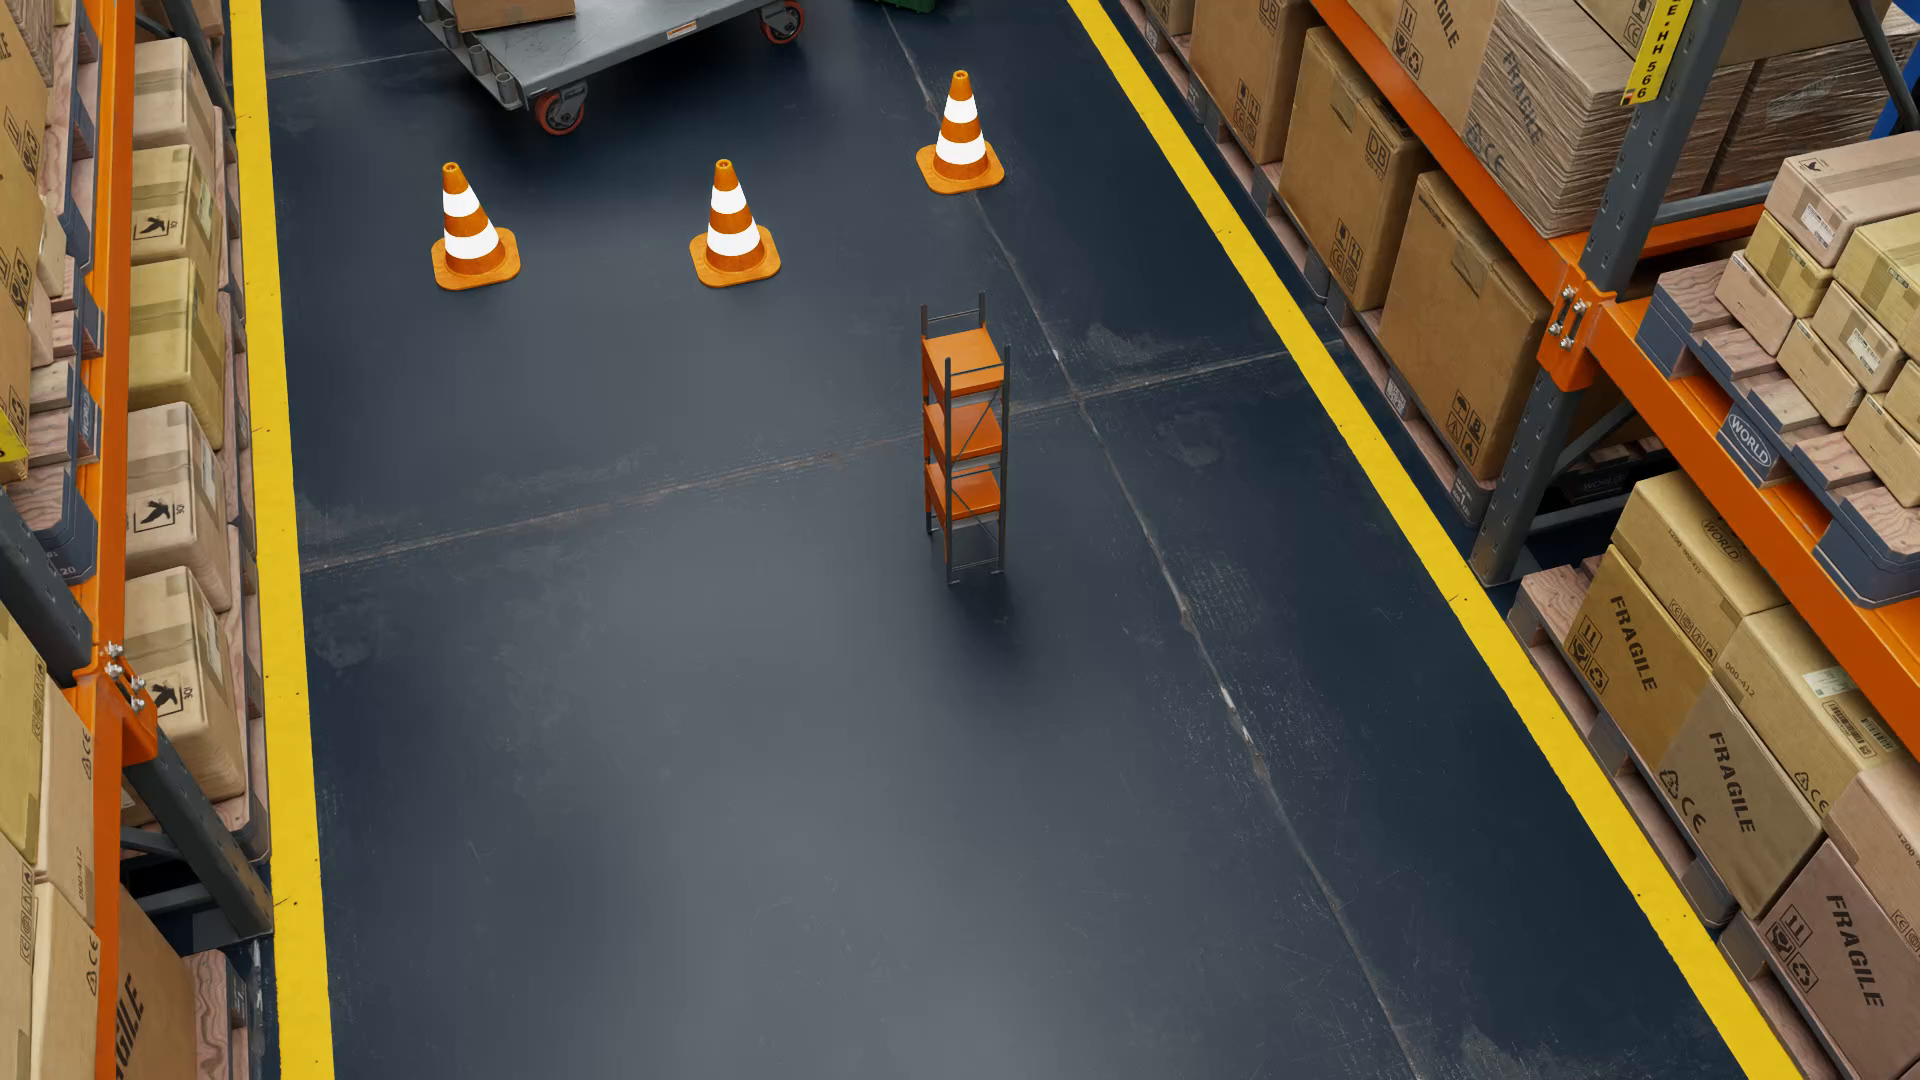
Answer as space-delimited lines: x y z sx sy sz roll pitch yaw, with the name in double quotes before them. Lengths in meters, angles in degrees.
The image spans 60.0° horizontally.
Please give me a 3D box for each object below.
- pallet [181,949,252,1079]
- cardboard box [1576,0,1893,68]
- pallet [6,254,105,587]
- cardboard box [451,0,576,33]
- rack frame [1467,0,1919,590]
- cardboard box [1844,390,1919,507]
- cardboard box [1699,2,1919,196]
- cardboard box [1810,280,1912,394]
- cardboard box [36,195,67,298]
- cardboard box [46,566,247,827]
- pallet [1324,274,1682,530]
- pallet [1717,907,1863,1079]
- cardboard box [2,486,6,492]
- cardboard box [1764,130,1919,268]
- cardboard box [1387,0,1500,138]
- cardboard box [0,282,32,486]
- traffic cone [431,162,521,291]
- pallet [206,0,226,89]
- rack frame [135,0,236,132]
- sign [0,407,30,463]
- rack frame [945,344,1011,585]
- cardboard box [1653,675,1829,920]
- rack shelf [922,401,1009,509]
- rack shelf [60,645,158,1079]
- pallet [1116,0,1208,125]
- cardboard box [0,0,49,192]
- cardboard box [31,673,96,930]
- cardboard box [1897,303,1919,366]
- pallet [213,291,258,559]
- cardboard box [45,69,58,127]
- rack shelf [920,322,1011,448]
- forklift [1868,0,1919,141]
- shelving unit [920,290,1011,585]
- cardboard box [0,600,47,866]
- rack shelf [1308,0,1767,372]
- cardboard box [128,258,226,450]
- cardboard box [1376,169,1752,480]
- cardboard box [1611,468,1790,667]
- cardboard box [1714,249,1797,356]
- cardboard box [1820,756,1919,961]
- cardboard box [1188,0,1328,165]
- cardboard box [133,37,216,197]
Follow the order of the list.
"pallet" -2.309 1.728 4.155 1.003 0.211 1.213 -13 51 -11
"cardboard box" 2.105 -1.641 4.452 0.700 0.500 0.500 -14 51 -11
"pallet" -2.783 -0.198 4.080 1.213 0.211 1.003 -13 51 -11
"cardboard box" -1.962 -2.548 7.075 0.500 0.500 0.500 -13 51 -11
"rack frame" 2.228 -0.956 4.594 1.000 3.000 0.127 -13 51 -11
"cardboard box" 2.327 -0.245 3.885 0.380 0.149 0.250 -11 51 -9
"cardboard box" 2.354 -1.377 4.884 0.500 0.500 0.500 -13 51 -11
"cardboard box" 2.262 -0.510 3.914 0.380 0.149 0.250 -11 51 -9
"cardboard box" -2.539 -0.727 4.291 0.380 0.149 0.250 -13 51 -11
"cardboard box" -2.628 0.533 4.782 0.950 0.372 0.625 -16 52 -13
"pallet" 2.067 -0.650 6.160 1.003 0.211 1.213 -13 51 -11
"pallet" 2.815 1.403 4.429 1.003 0.211 1.213 -13 51 -11
"cardboard box" -2.389 -0.097 3.760 0.380 0.149 0.250 -16 52 -13
"cardboard box" 2.181 -0.818 3.978 0.380 0.149 0.250 -13 51 -11
"cardboard box" 1.693 -1.621 5.090 0.500 0.500 0.500 -13 51 -11
"cardboard box" -2.382 -0.408 3.597 0.500 0.500 0.500 -15 51 -12
"traffic cone" -1.949 -1.278 6.525 0.336 0.463 0.334 -13 51 -11
"pallet" -3.886 -2.268 7.524 1.003 0.211 1.213 -13 51 -11
"rack frame" -3.653 -2.685 6.051 1.000 3.000 0.127 -13 51 -11
"sign" -1.941 -0.264 3.254 0.100 0.325 0.005 -13 51 -11
"rack frame" 0.052 -0.210 5.241 0.200 1.050 0.008 -13 51 -11
"cardboard box" 2.346 0.655 4.596 0.500 0.500 0.500 -13 51 -11
"rack shelf" 0.016 -0.292 5.324 0.215 0.259 0.240 -13 51 -11
"rack shelf" -1.879 1.929 2.632 1.077 0.370 4.000 -13 51 -11
"pallet" 1.346 -2.432 7.663 1.003 0.211 1.213 -13 51 -11
"cardboard box" -2.707 -1.173 4.242 0.500 0.500 0.500 -13 51 -10
"cardboard box" -2.073 0.596 3.384 0.500 0.250 0.500 -15 51 -12
"cardboard box" 2.330 -0.445 3.664 0.380 0.149 0.250 -14 51 -11
"pallet" -3.057 -0.325 5.886 1.003 0.211 1.213 -13 51 -11
"cardboard box" -2.820 -1.288 4.764 0.380 0.149 0.250 -12 51 -10
"rack shelf" 0.016 -0.475 5.107 0.215 0.259 0.240 -13 51 -11
"forklift" 4.526 -3.134 6.475 1.130 2.935 3.031 25 54 20
"shelving unit" 0.016 -0.299 5.316 0.215 1.050 0.252 -13 51 -11
"cardboard box" -2.084 0.420 3.205 0.500 0.250 0.500 -13 51 -11
"rack shelf" 1.637 -2.185 6.101 1.077 0.370 4.000 -13 51 -11
"cardboard box" -3.073 -0.559 5.703 0.950 0.372 0.625 -12 51 -10
"cardboard box" 2.134 -0.832 5.686 1.050 0.750 0.750 -14 51 -11
"cardboard box" 2.201 0.031 4.632 0.500 0.250 0.500 -15 52 -13
"cardboard box" 2.168 -0.638 4.216 0.380 0.149 0.250 -14 51 -11
"cardboard box" 2.485 0.765 4.013 0.500 0.250 0.500 -13 51 -11
"cardboard box" 1.597 -2.150 6.797 1.050 0.750 0.750 -13 51 -11
"cardboard box" -3.496 -1.591 6.573 0.950 0.372 0.625 -13 51 -11
